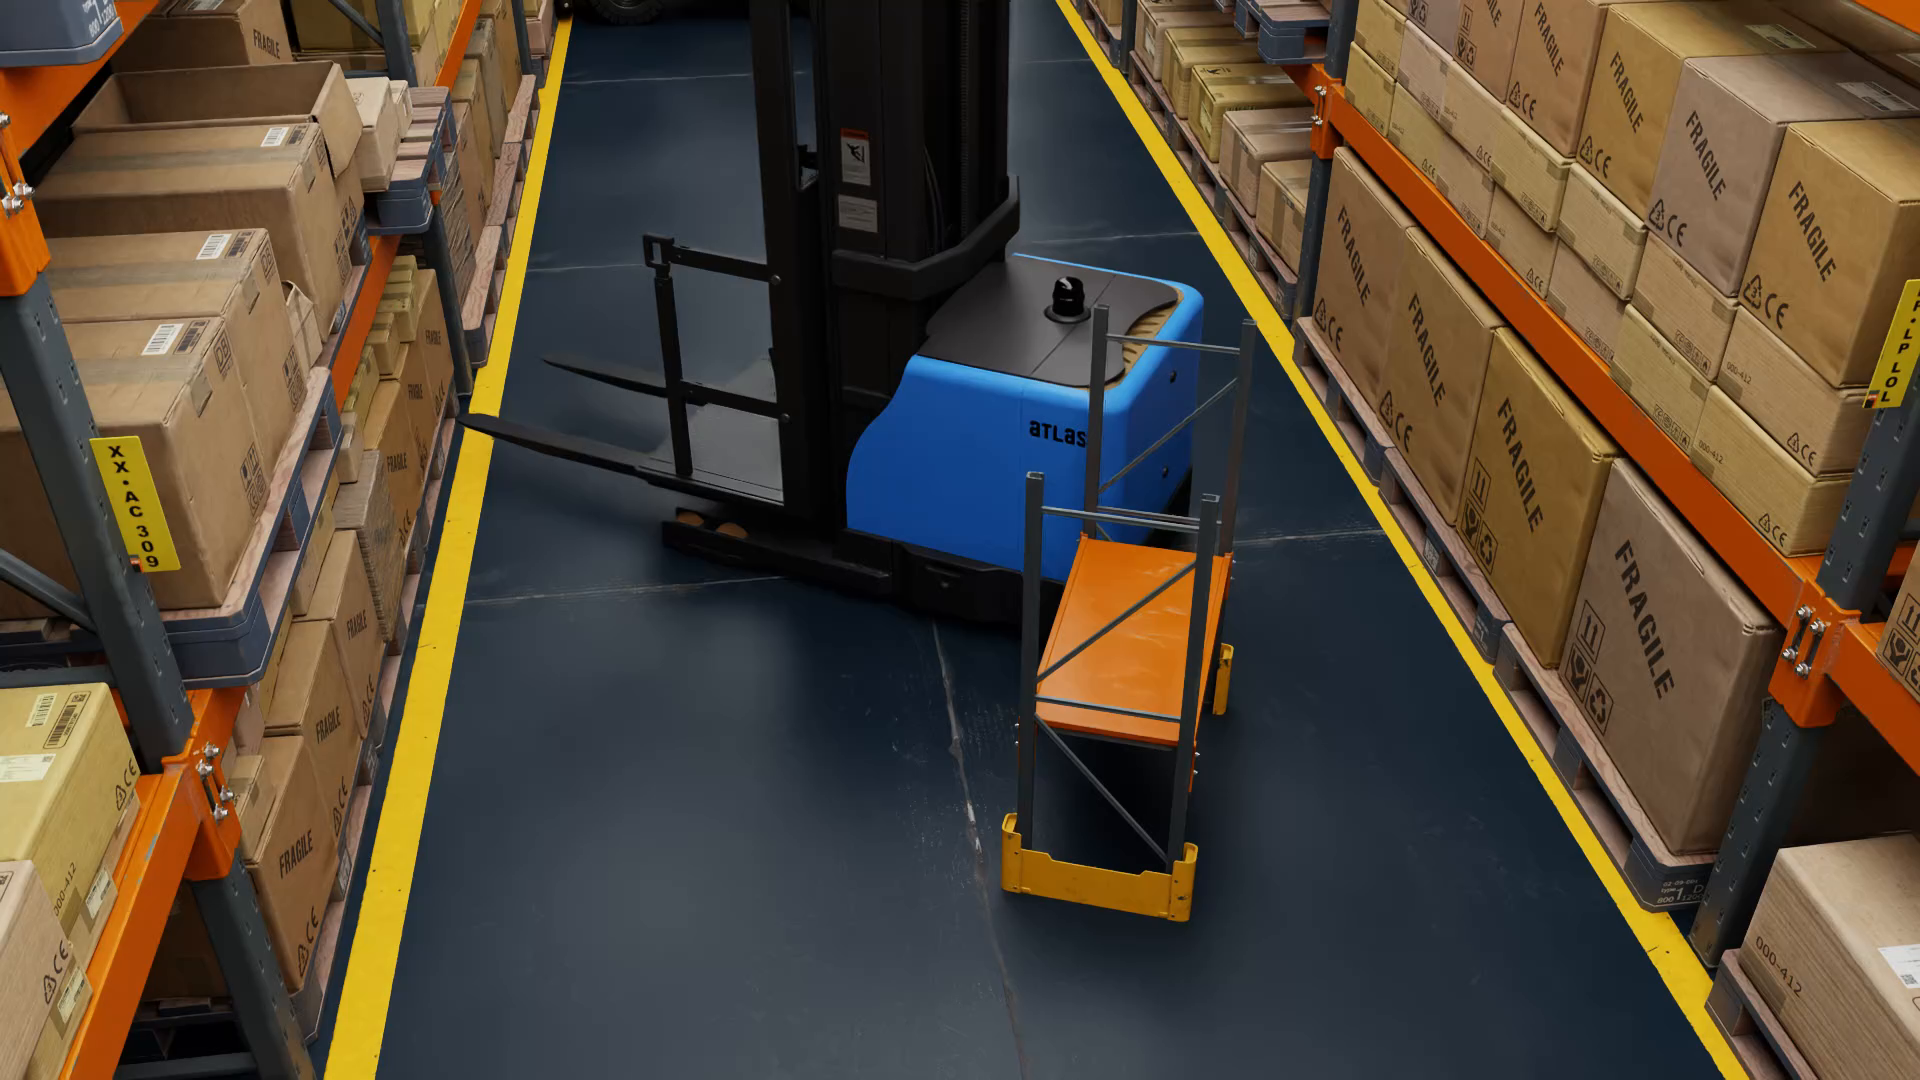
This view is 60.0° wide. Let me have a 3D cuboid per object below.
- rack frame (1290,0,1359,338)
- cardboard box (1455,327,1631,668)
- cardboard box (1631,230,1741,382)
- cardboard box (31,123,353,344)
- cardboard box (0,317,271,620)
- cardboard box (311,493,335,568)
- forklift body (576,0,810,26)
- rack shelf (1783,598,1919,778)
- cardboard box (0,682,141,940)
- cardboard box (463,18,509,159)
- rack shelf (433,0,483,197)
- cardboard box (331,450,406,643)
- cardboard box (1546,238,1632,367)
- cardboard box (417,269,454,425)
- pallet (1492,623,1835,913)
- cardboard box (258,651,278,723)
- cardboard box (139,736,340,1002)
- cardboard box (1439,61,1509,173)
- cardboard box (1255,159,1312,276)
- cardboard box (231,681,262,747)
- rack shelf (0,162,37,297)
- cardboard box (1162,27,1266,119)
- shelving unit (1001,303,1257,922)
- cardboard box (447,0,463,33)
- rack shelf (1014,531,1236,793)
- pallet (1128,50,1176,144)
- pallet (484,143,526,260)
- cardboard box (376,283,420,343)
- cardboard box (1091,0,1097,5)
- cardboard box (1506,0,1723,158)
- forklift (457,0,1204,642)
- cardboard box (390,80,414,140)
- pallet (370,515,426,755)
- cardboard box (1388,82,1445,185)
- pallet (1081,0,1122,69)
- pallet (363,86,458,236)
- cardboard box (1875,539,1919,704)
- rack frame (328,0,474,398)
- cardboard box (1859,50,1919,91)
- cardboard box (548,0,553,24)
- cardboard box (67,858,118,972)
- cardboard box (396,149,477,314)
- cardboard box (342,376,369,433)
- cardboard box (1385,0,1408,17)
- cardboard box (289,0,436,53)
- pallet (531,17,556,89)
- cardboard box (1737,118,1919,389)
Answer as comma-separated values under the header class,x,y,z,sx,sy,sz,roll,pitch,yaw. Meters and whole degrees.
class,x,y,z,sx,sy,sz,roll,pitch,yaw
rack frame,2.146,-2.277,7.427,1.000,3.000,0.127,-4,35,-6
cardboard box,2.392,-0.183,5.869,0.875,0.875,0.875,-3,34,-5
cardboard box,2.309,-0.695,4.795,0.500,0.250,0.500,-4,34,-5
cardboard box,-2.253,-0.895,4.938,0.700,0.500,0.500,-5,35,-7
cardboard box,-2.077,-0.168,3.871,0.700,0.500,0.500,-4,34,-5
cardboard box,-2.256,-0.019,5.385,0.380,0.149,0.250,-3,34,-5
forklift body,-1.785,-5.092,12.312,2.313,2.155,1.214,-4,35,-6
rack shelf,2.953,1.369,2.717,1.077,0.370,4.000,-4,35,-6
cardboard box,-1.924,0.538,3.166,0.500,0.250,0.500,-4,34,-5
cardboard box,-3.132,-2.599,9.636,0.875,0.625,0.625,-5,35,-7
rack shelf,-3.041,-2.717,8.713,1.077,0.370,4.000,-4,35,-6
cardboard box,-2.284,0.041,5.873,0.500,0.500,0.500,-6,35,-8
cardboard box,2.258,-0.781,5.366,0.500,0.250,0.500,-5,35,-8
cardboard box,-2.502,-0.819,7.136,0.500,0.500,0.500,-3,34,-5
pallet,2.506,0.683,5.560,1.003,0.211,1.213,-4,35,-6
cardboard box,-2.178,0.414,4.750,0.380,0.149,0.250,-6,35,-9
cardboard box,-2.076,0.906,4.604,0.500,0.500,0.500,-3,34,-4
cardboard box,2.093,-1.552,6.053,0.500,0.250,0.500,-4,35,-7
cardboard box,2.080,-1.680,8.513,0.950,0.372,0.625,-7,35,-10
cardboard box,-2.101,0.440,4.447,0.380,0.149,0.250,-6,35,-9
rack shelf,-1.965,0.507,1.317,1.077,0.370,4.000,-4,35,-6
cardboard box,1.781,-2.903,10.307,0.950,0.372,0.625,-2,34,-3
shelving unit,0.537,0.208,5.113,0.587,1.500,1.083,8,35,11
cardboard box,-2.729,-2.671,8.138,0.500,0.250,0.500,-5,35,-8
rack shelf,0.539,0.352,5.221,0.538,0.185,1.000,8,35,11
pallet,1.714,-2.922,10.850,1.003,0.211,1.213,-4,35,-6
pallet,-3.005,-1.888,9.333,1.003,0.211,1.213,-4,35,-6
cardboard box,-2.387,-0.901,6.679,0.380,0.149,0.250,-6,35,-9
cardboard box,1.181,-4.152,12.248,0.500,0.250,0.500,-5,35,-8
cardboard box,2.165,-1.590,5.442,0.500,0.500,0.500,-4,34,-6
forklift,-0.633,-1.367,6.153,3.031,2.935,1.130,14,37,19
cardboard box,-2.303,-1.631,6.330,0.380,0.149,0.250,-4,34,-5
pallet,-2.548,0.353,6.045,1.003,0.211,1.213,-4,35,-6
cardboard box,2.049,-1.637,6.622,0.500,0.250,0.500,-5,35,-8
pallet,1.483,-3.728,12.034,1.003,0.211,1.213,-4,35,-6
pallet,-2.611,-1.446,6.379,1.213,0.211,1.003,-4,35,-6
cardboard box,2.488,0.196,3.710,0.500,0.500,0.500,-3,34,-5
rack frame,-2.772,-1.899,6.872,1.000,3.000,0.127,-4,35,-6
cardboard box,2.814,-1.048,4.648,0.500,0.500,0.500,-5,35,-7
cardboard box,-3.131,-3.745,11.651,0.500,0.250,0.500,-5,35,-7
cardboard box,-1.884,0.740,3.224,0.380,0.149,0.250,-3,34,-5
cardboard box,-2.842,-1.440,7.935,0.875,0.625,0.625,-3,34,-5
cardboard box,-2.371,-0.461,6.033,0.380,0.149,0.250,-5,35,-7
cardboard box,1.970,-2.437,6.686,0.500,0.500,0.500,-5,35,-8
cardboard box,-2.565,-2.311,7.167,0.500,0.250,0.500,-4,35,-6
pallet,-3.375,-3.425,11.589,1.003,0.211,1.213,-4,35,-6
cardboard box,2.375,-0.729,4.180,0.500,0.500,0.500,-3,34,-5
